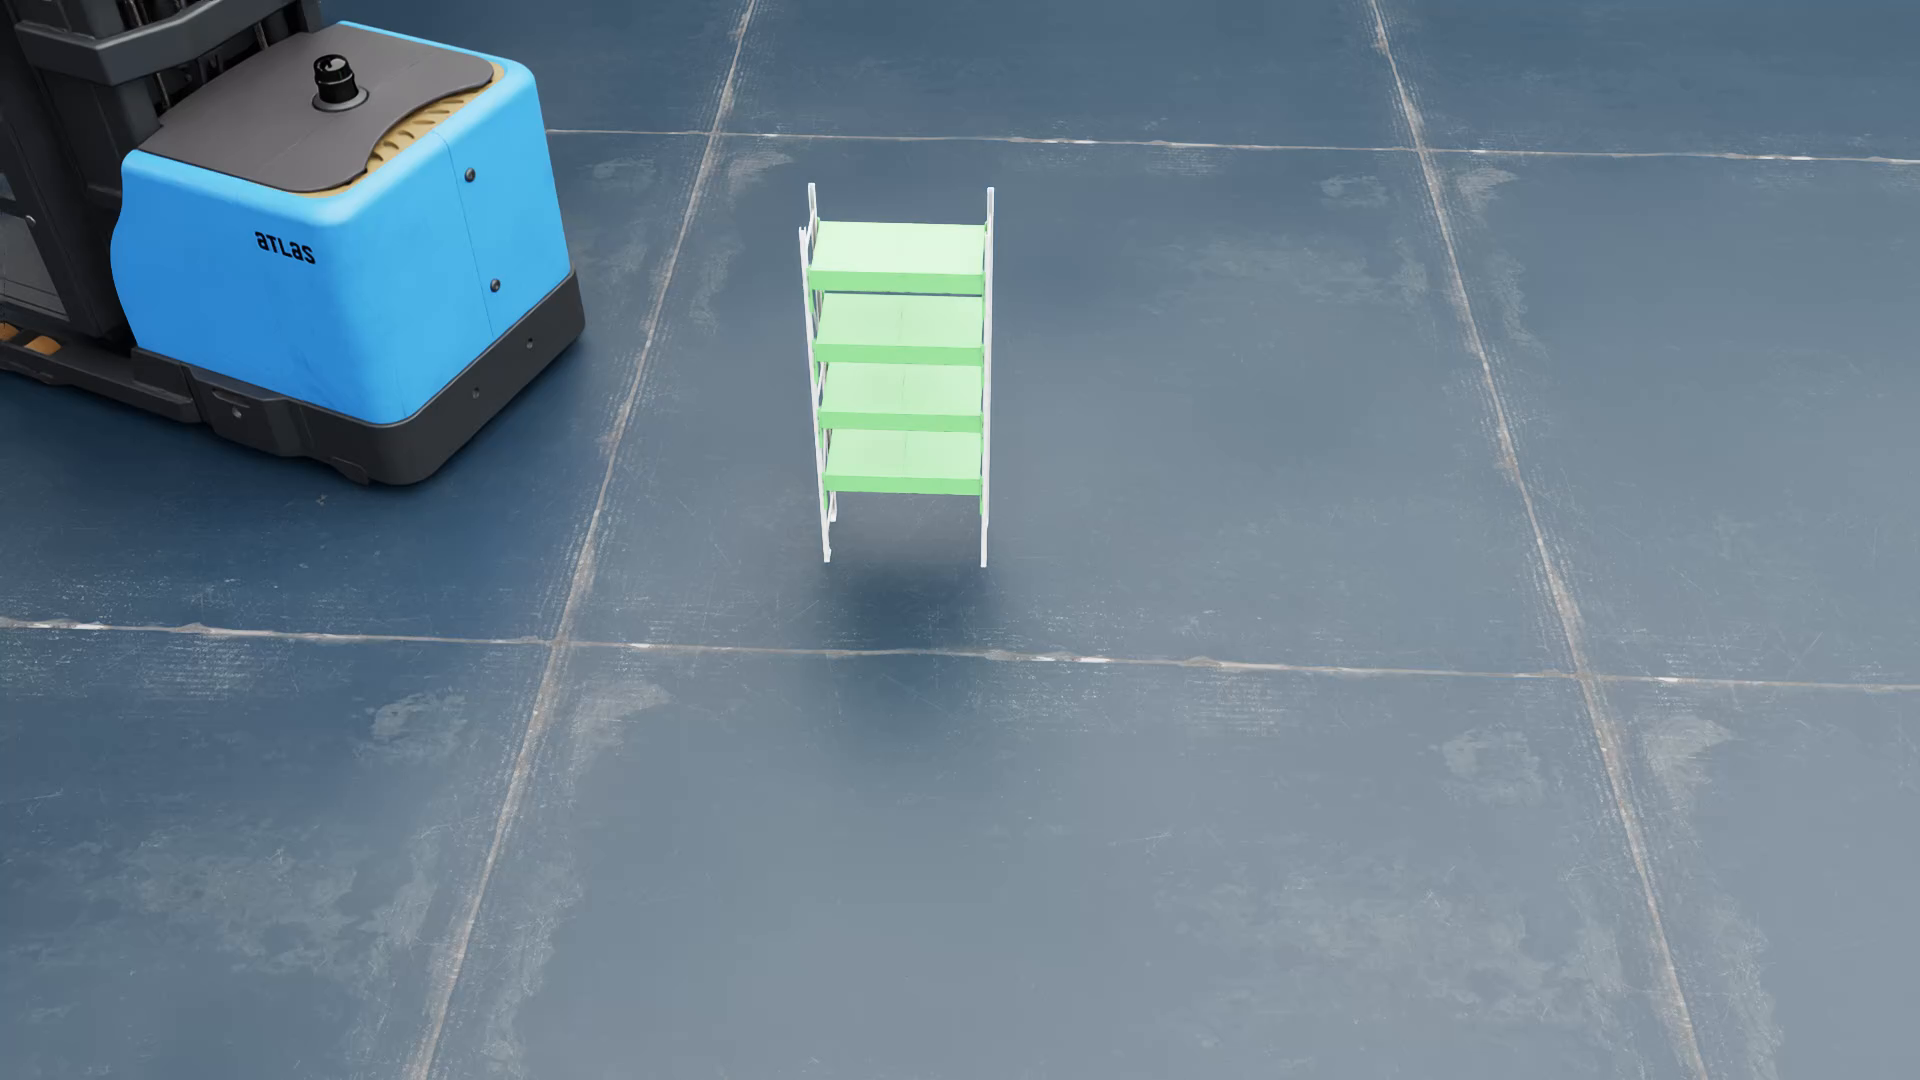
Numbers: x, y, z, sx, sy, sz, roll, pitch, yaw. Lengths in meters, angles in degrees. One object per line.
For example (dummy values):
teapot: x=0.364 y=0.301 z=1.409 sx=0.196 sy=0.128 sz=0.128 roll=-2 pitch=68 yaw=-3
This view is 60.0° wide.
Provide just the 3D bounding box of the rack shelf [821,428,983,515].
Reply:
rack shelf: x=-0.165 y=-0.222 z=5.054 sx=0.480 sy=0.148 sz=0.258 roll=2 pitch=43 yaw=2

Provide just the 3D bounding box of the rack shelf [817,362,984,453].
rack shelf: x=-0.165 y=-0.397 z=4.890 sx=0.480 sy=0.148 sz=0.258 roll=2 pitch=43 yaw=2

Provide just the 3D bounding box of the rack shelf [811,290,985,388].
rack shelf: x=-0.165 y=-0.573 z=4.726 sx=0.480 sy=0.148 sz=0.258 roll=2 pitch=43 yaw=2

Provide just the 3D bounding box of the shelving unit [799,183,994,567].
shelving unit: x=-0.165 y=-0.444 z=4.846 sx=0.503 sy=1.200 sz=0.258 roll=2 pitch=43 yaw=2

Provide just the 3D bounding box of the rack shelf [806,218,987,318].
rack shelf: x=-0.165 y=-0.749 z=4.563 sx=0.480 sy=0.148 sz=0.258 roll=2 pitch=43 yaw=2

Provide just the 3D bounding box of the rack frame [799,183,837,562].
rack frame: x=-0.409 y=-0.452 z=4.855 sx=0.015 sy=1.200 sz=0.240 roll=2 pitch=43 yaw=2

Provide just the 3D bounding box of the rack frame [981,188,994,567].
rack frame: x=0.078 y=-0.437 z=4.838 sx=0.015 sy=1.200 sz=0.240 roll=2 pitch=43 yaw=2

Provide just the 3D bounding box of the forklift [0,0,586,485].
forklift: x=-2.905 y=-1.926 z=5.168 sx=3.031 sy=2.935 sz=1.130 roll=17 pitch=46 yaw=18
